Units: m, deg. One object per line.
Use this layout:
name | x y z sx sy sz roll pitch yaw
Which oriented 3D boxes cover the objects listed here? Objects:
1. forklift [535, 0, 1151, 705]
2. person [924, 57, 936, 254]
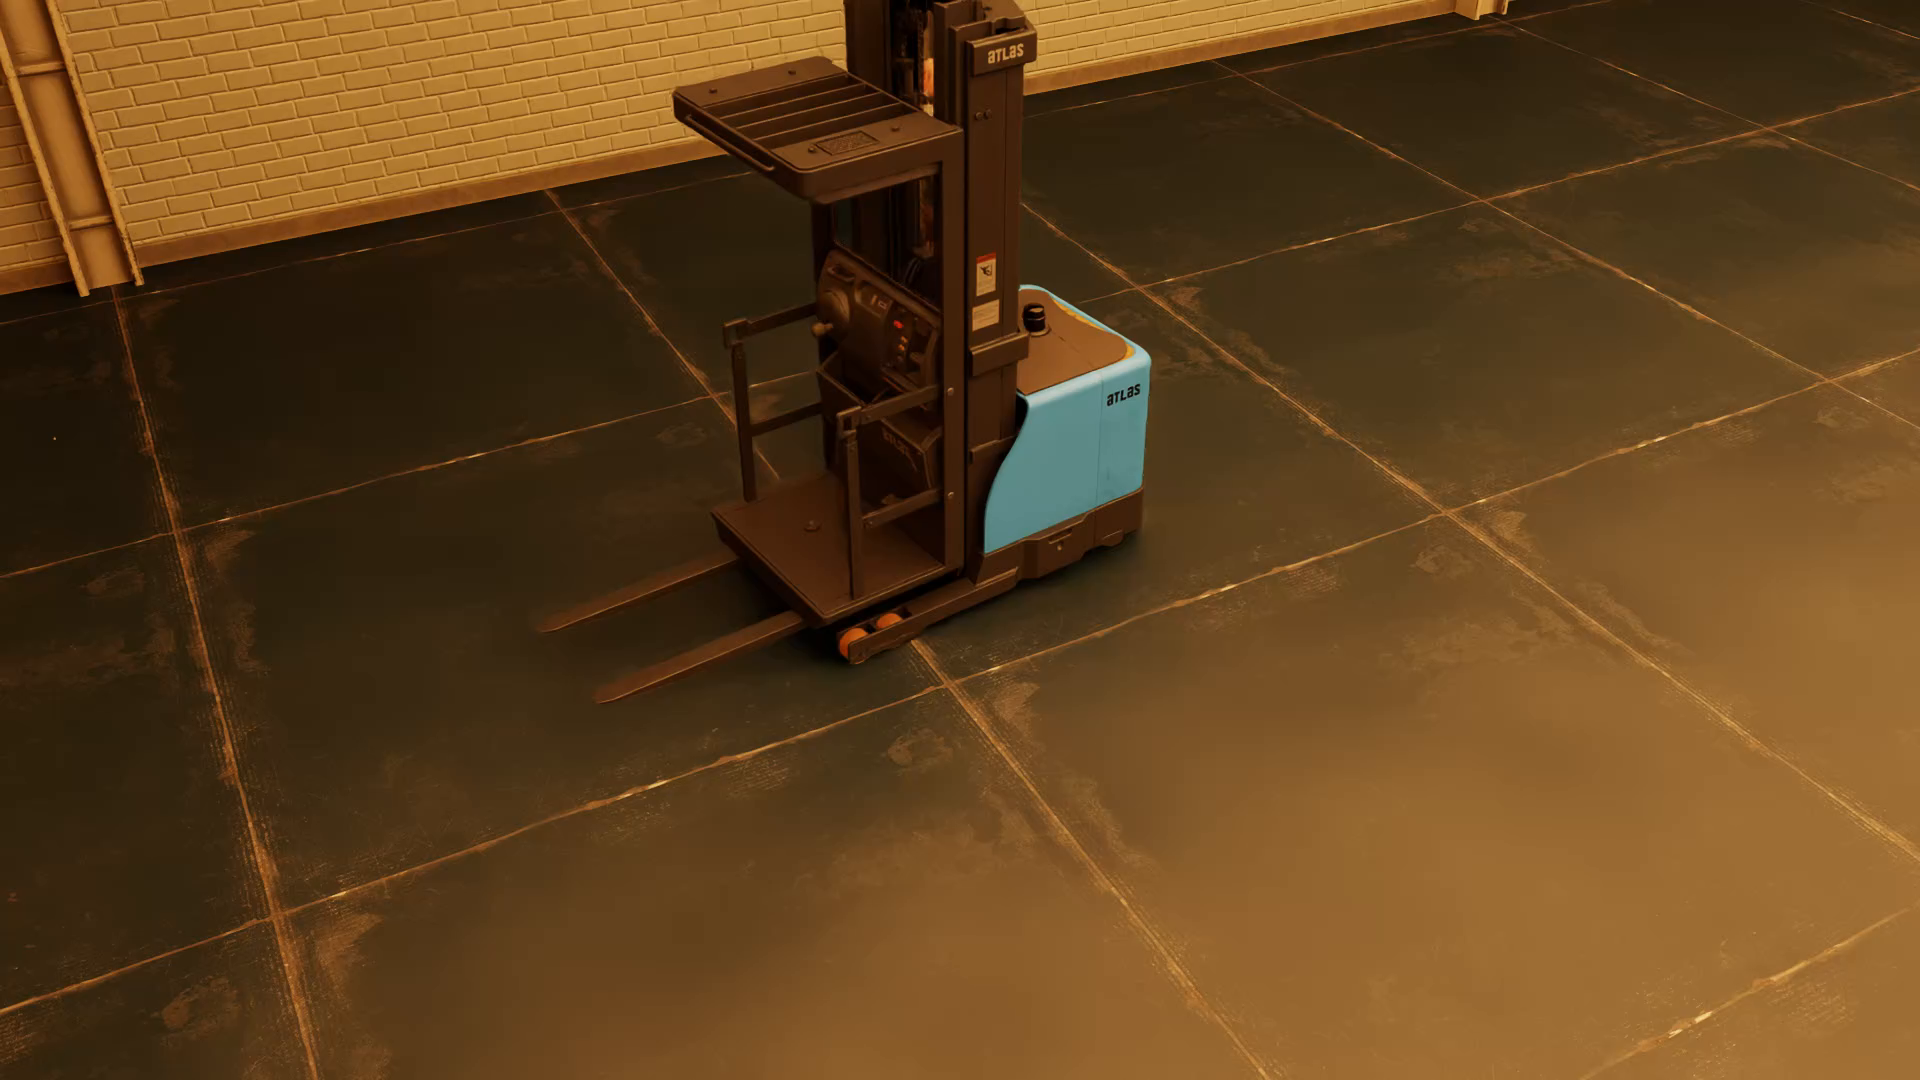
forklift | -0.547 -0.962 7.484 3.031 2.935 1.130 -22 41 -28
person | -0.065 -2.230 10.479 0.762 1.567 0.748 -27 43 -33
